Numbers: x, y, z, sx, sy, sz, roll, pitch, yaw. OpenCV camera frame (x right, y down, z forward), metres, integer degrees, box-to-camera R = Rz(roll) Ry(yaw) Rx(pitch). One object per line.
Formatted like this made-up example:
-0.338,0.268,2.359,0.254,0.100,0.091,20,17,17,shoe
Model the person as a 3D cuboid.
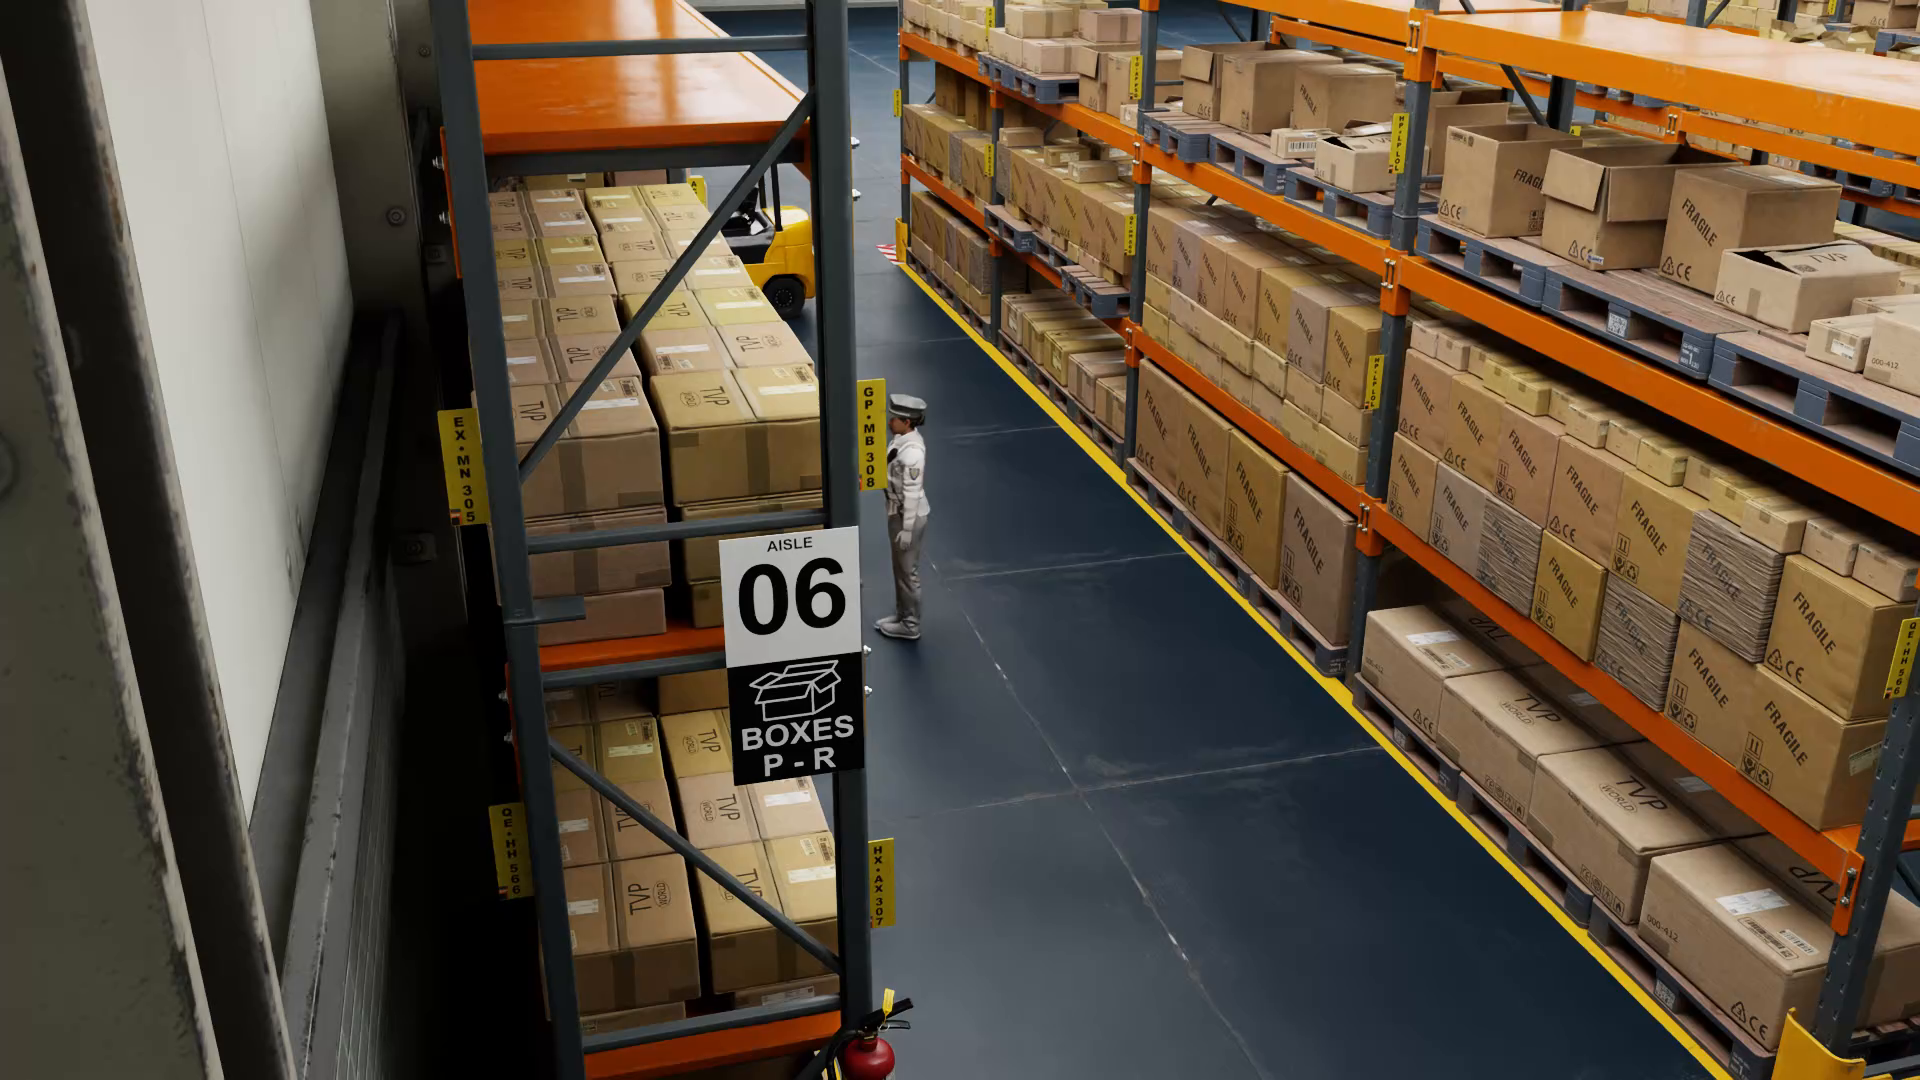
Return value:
2.072,-1.700,13.936,5.894,2.202,6.601,-2,23,-6,person
